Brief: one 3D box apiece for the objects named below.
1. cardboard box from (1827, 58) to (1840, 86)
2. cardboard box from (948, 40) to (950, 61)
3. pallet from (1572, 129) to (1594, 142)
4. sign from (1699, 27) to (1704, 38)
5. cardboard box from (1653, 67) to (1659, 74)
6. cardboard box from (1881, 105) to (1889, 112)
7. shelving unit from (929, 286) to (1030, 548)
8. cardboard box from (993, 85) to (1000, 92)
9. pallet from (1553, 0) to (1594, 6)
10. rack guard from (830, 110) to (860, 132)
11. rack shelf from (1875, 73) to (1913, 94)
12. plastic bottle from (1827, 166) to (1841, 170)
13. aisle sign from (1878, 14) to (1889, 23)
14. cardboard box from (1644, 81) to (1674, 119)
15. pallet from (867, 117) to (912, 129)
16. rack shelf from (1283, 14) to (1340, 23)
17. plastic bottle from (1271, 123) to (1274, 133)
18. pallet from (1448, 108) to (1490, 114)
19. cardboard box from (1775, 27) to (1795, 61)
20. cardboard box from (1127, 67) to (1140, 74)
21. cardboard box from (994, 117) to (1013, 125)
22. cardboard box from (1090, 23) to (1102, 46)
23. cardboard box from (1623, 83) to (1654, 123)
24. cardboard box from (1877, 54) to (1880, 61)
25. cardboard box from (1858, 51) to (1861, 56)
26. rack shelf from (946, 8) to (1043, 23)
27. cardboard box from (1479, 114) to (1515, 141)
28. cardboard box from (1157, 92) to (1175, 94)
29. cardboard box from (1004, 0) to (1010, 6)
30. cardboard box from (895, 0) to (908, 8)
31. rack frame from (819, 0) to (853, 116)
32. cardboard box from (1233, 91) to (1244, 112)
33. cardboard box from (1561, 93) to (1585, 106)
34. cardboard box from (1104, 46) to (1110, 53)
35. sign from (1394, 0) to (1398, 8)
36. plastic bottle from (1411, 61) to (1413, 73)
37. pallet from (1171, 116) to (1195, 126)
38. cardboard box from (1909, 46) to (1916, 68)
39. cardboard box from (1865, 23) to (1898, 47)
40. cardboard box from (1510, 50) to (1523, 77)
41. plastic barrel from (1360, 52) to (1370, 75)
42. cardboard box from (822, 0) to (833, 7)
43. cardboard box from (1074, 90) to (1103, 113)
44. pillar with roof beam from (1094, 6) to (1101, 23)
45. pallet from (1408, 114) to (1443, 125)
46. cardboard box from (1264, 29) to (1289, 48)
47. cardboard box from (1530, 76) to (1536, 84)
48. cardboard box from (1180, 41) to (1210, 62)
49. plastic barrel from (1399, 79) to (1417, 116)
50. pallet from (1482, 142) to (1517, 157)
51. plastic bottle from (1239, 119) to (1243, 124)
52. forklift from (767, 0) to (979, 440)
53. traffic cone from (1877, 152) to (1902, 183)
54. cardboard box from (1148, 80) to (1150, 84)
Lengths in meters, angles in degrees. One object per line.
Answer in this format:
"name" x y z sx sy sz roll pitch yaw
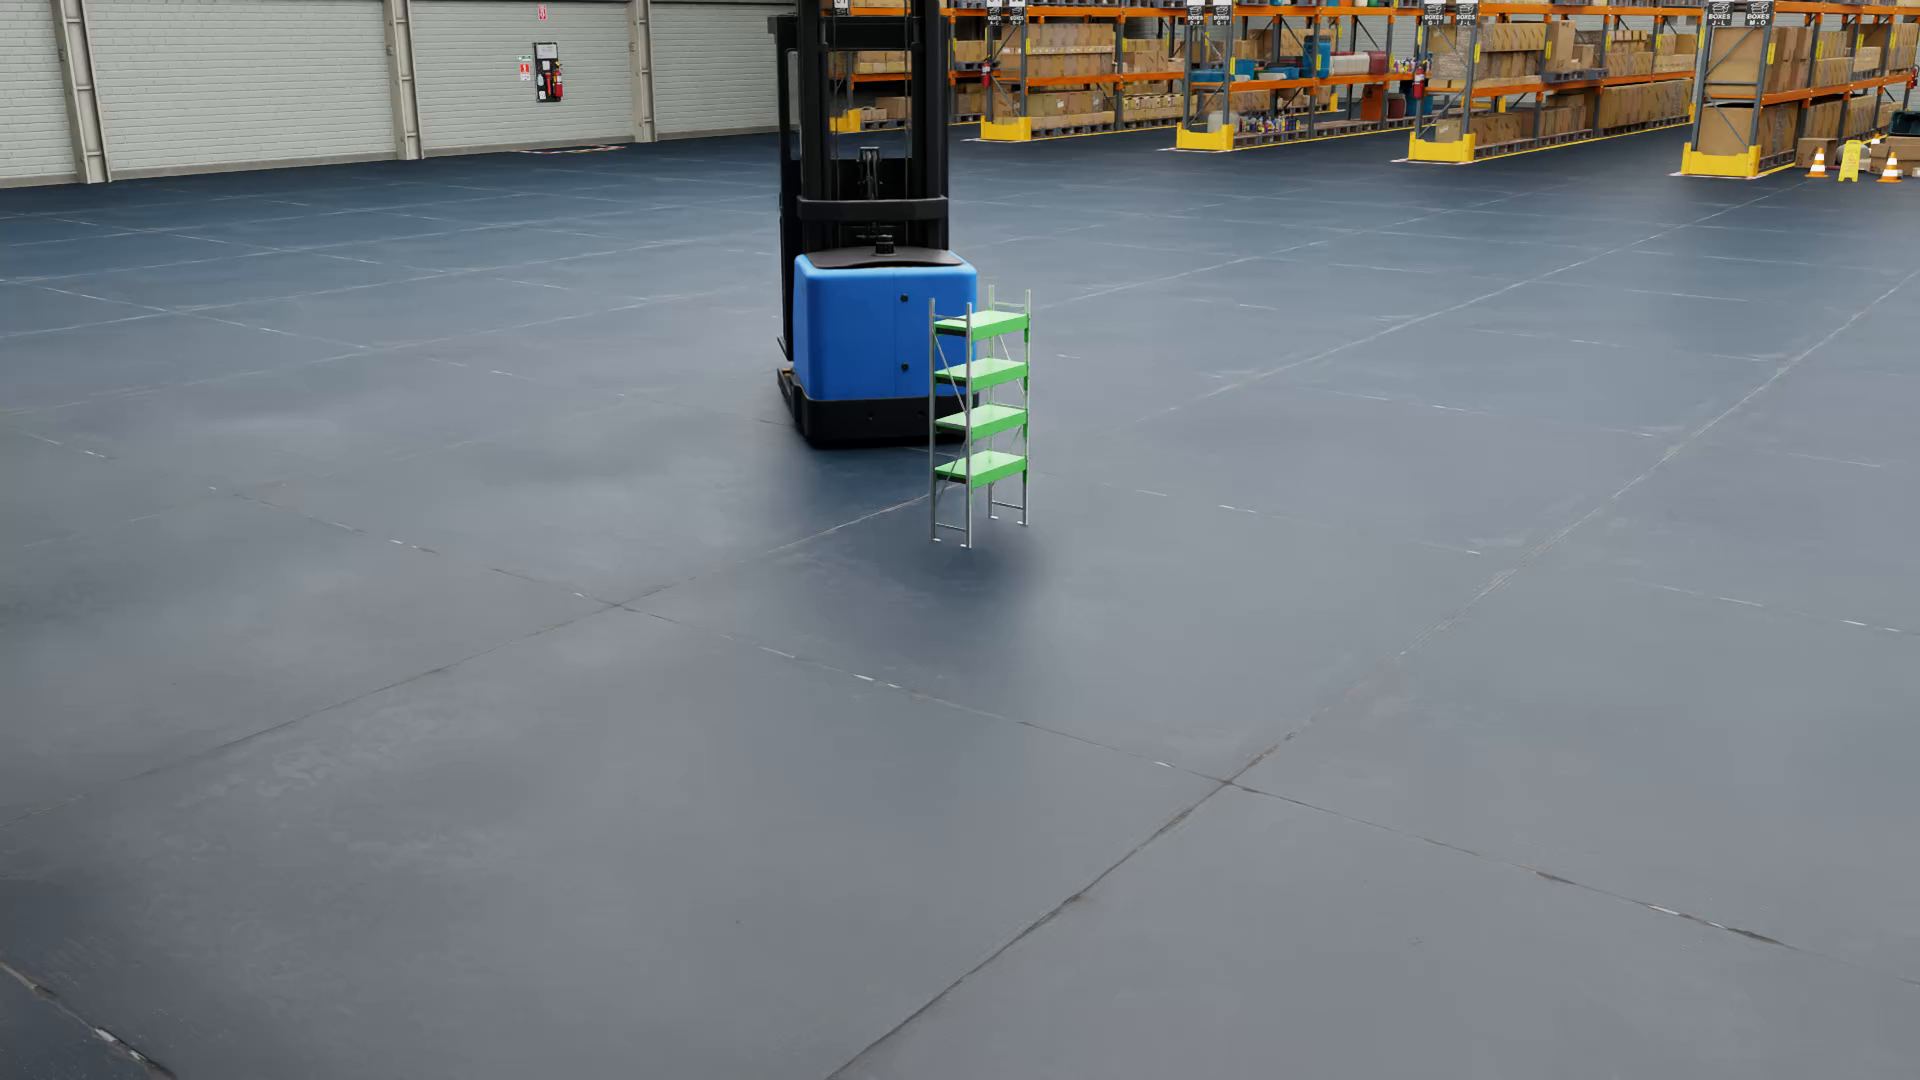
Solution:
"cardboard box" 16.715 -9.087 32.279 0.500 0.500 0.500 13 21 36
"cardboard box" -0.608 -12.257 41.610 0.500 0.500 0.500 12 21 35
"pallet" 13.276 -8.937 36.667 1.003 0.211 1.213 12 21 35
"sign" 18.937 -12.927 42.462 0.100 0.325 0.005 12 21 35
"cardboard box" 16.570 -11.299 39.995 0.380 0.149 0.250 12 21 35
"cardboard box" 21.098 -9.912 38.200 0.380 0.149 0.250 13 21 36
"shelving unit" 0.099 -0.612 8.193 0.258 1.200 0.503 12 21 35
"cardboard box" 0.729 -12.026 44.121 0.500 0.250 0.500 12 21 34
"pallet" 12.428 -11.221 34.577 1.213 0.211 1.003 12 21 35
"rack guard" -2.913 -10.000 39.601 1.175 0.500 0.348 12 21 35
"rack shelf" 21.241 -10.640 38.661 1.077 0.370 4.000 12 21 35
"plastic bottle" 15.353 -6.518 29.129 0.283 0.061 0.133 5 18 16
"aisle sign" 22.235 -12.772 39.929 0.394 0.787 0.004 12 21 35
"cardboard box" 17.120 -10.951 41.324 0.875 0.875 0.875 12 21 35
"pallet" -1.673 -10.338 41.179 1.003 0.211 1.213 12 21 35
"rack shelf" 9.364 -14.724 46.756 1.077 0.370 4.000 12 21 35
"plastic bottle" 6.652 -8.804 35.513 0.097 0.201 0.097 0 17 0
"pallet" 14.009 -11.714 45.609 1.003 0.211 1.213 12 21 35
"cardboard box" 13.848 -8.574 28.723 0.875 0.550 0.550 12 21 35
"cardboard box" 4.098 -11.308 40.025 0.380 0.149 0.250 12 21 35
"cardboard box" 1.105 -9.368 37.281 0.500 0.250 0.500 12 21 35
"cardboard box" 2.847 -11.693 38.485 0.700 0.500 0.500 12 21 35
"cardboard box" 15.761 -10.437 39.671 1.225 0.875 0.875 12 21 35
"cardboard box" 19.971 -10.600 36.534 0.380 0.149 0.250 13 22 36
"cardboard box" 18.563 -10.180 34.679 0.380 0.149 0.250 11 21 32
"rack shelf" 0.617 -13.693 43.436 1.077 0.370 4.000 12 21 35
"cardboard box" 10.754 -8.283 33.365 0.500 0.500 0.500 -12 21 -33
"cardboard box" 5.241 -11.289 42.520 0.500 0.311 0.500 13 22 37
"cardboard box" 0.962 -14.280 43.903 0.797 0.503 0.637 16 24 42
"cardboard box" -1.601 -13.078 40.039 0.500 0.500 0.500 14 22 38
"rack frame" -2.958 -11.175 39.172 1.000 3.000 0.127 12 21 35
"cardboard box" 7.207 -11.650 44.174 0.500 0.500 0.500 12 21 33
"cardboard box" 13.368 -9.664 36.516 0.500 0.250 0.500 13 22 37
"cardboard box" 3.267 -11.450 38.794 0.380 0.149 0.250 12 21 34
"sign" 10.211 -12.617 38.934 0.100 0.325 0.005 12 21 35
"plastic bottle" 11.062 -11.612 40.797 0.097 0.271 0.097 0 17 0
"pallet" 5.267 -10.685 42.296 1.003 0.211 1.213 12 21 35
"cardboard box" 22.372 -11.497 39.538 0.500 0.500 0.500 13 21 36
"cardboard box" 20.514 -11.239 37.020 0.500 0.500 0.500 13 22 36
"cardboard box" 10.499 -9.346 32.611 0.875 0.500 0.500 12 21 35
"plastic barrel" 9.324 -11.101 38.743 0.421 0.512 0.421 0 17 0
"cardboard box" -2.913 -12.809 39.174 0.500 0.500 0.500 14 22 39
"cardboard box" 2.998 -10.233 38.802 0.500 0.500 0.500 12 21 35
"pillar with roof beam" 7.372 -16.457 46.066 9.100 9.000 0.400 12 21 35
"pallet" 11.655 -10.775 42.584 1.003 0.211 1.213 12 21 35
"cardboard box" 8.679 -13.747 45.598 0.500 0.500 0.500 13 22 36
"cardboard box" 11.311 -9.221 33.303 0.380 0.149 0.250 12 21 35
"cardboard box" 6.074 -12.624 42.962 0.700 0.500 0.500 5 18 16
"plastic barrel" 11.389 -11.186 42.037 0.600 0.901 0.708 12 21 35
"pallet" 10.261 -7.712 32.723 1.003 0.211 1.213 12 21 35
"plastic bottle" 5.996 -8.937 35.816 0.152 0.276 0.135 12 21 33
"forklift" -0.662 -2.390 10.999 1.130 2.935 3.031 -3 18 -10
"traffic cone" 15.061 -6.032 26.888 0.336 0.463 0.334 12 21 35
"cardboard box" 5.551 -13.942 50.496 0.380 0.149 0.250 13 21 35
